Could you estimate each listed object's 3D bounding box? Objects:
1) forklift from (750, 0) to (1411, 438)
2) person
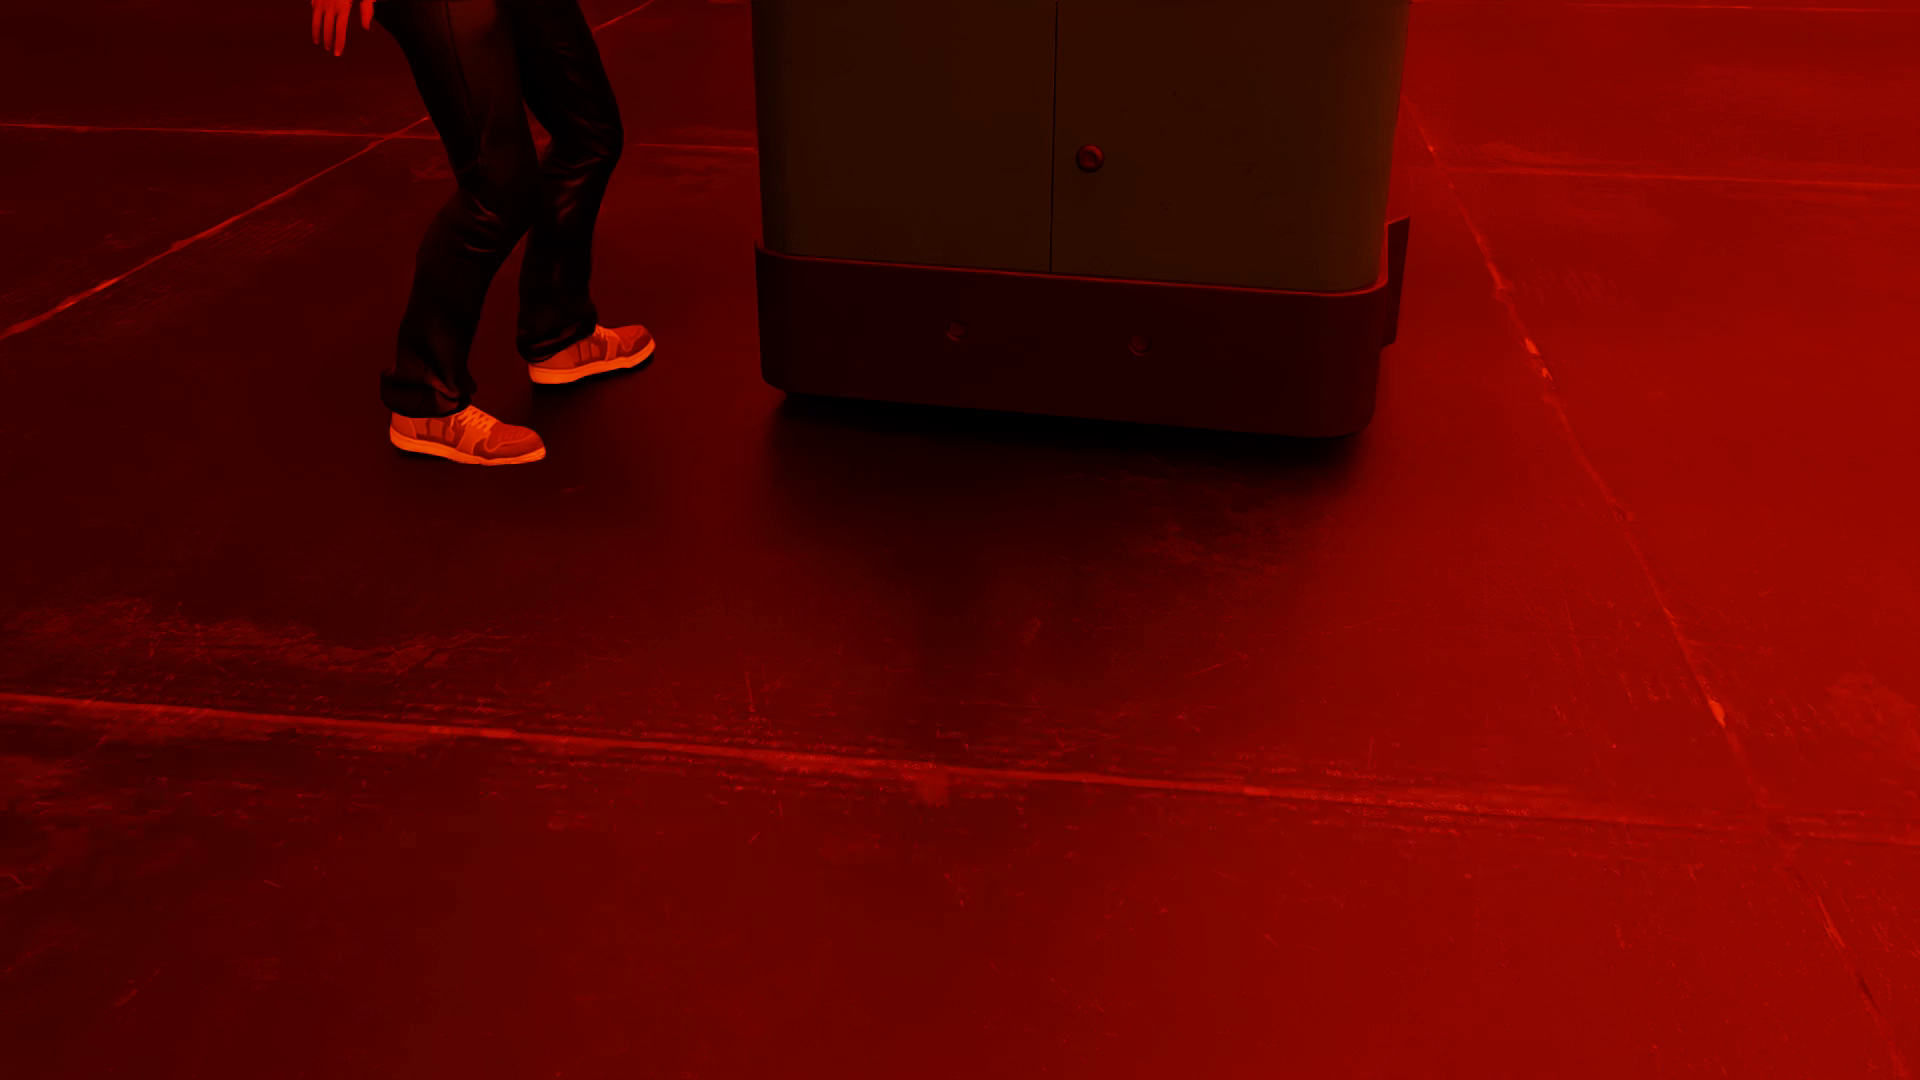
[{"bbox_3d":[0.483,-2.111,3.449,1.130,2.935,3.031,6,27,12],"label":"forklift"},{"bbox_3d":[-0.759,-0.889,2.564,0.398,1.565,0.737,3,27,5],"label":"person"}]
